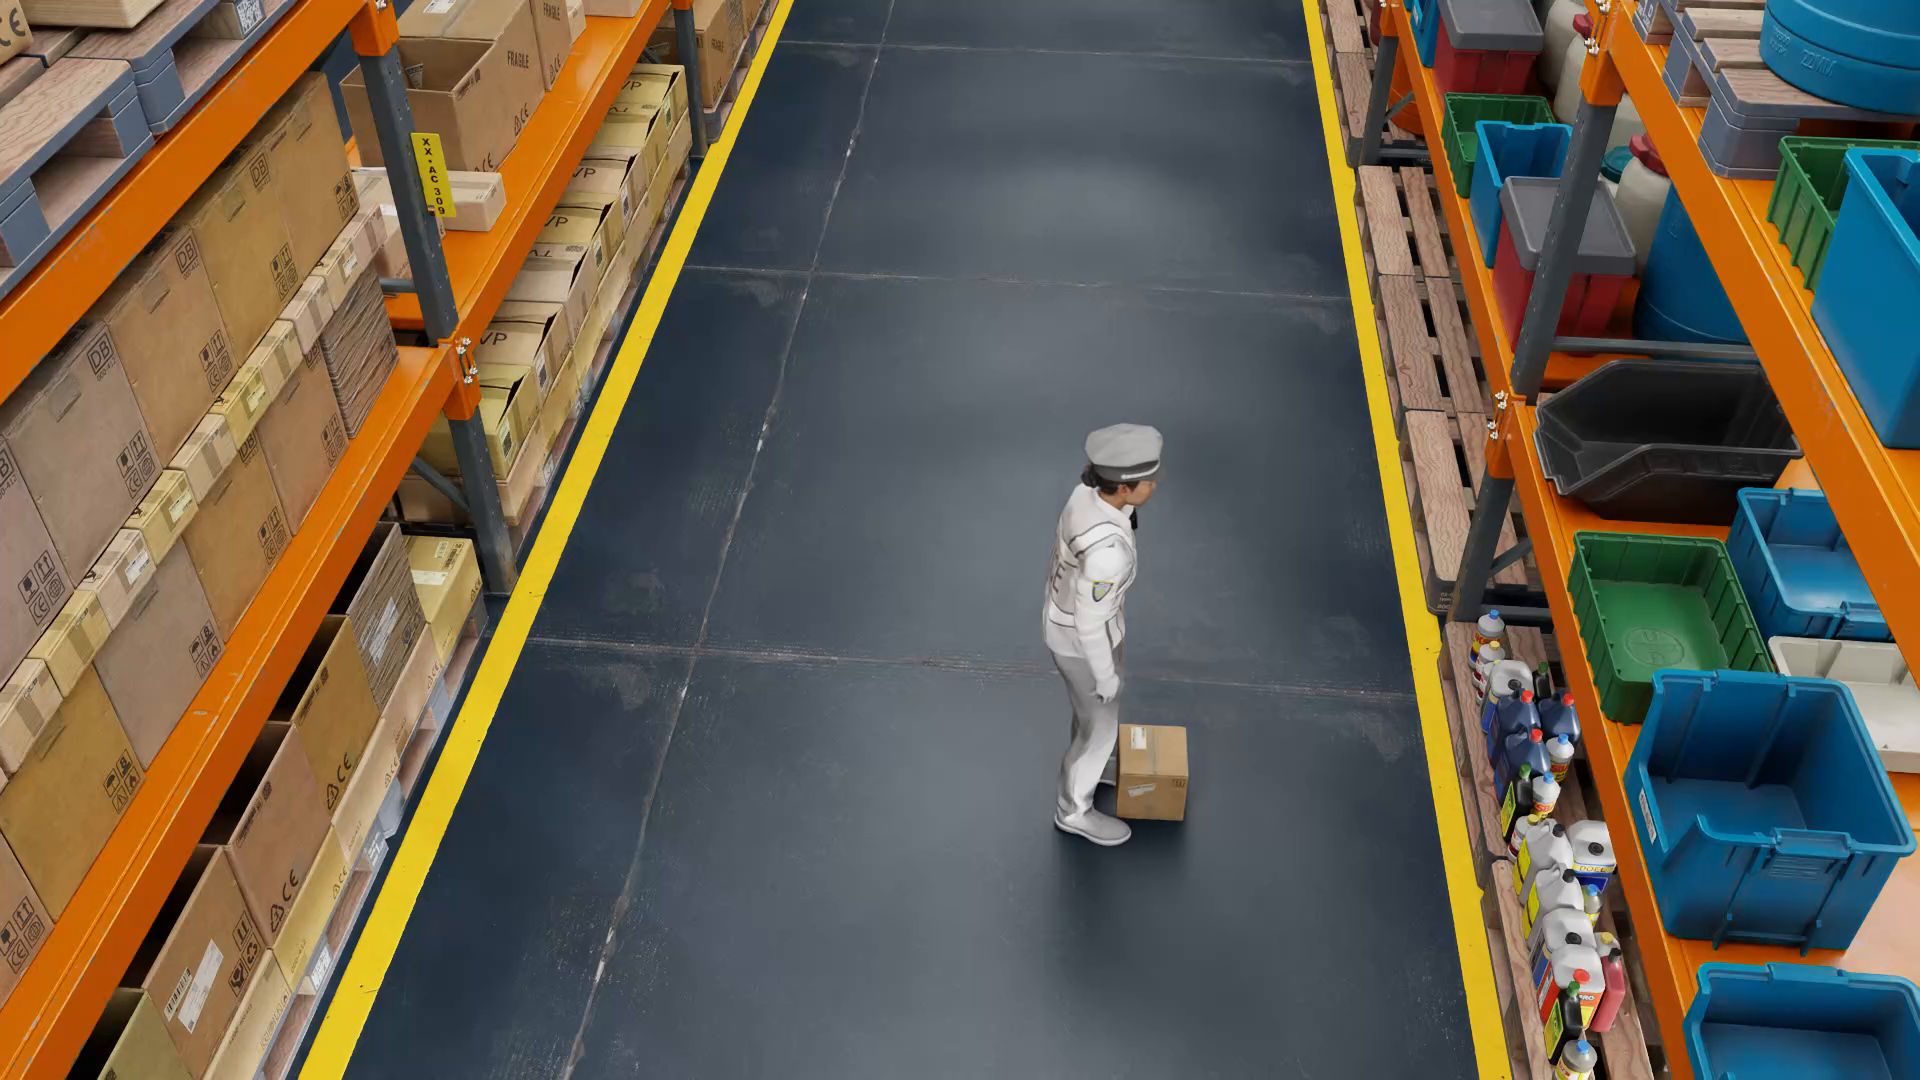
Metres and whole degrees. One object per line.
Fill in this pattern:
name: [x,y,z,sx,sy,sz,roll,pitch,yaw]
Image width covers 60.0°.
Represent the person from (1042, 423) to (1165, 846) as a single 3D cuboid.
person: [0.492,0.323,5.773,0.413,1.662,0.523,2,40,2]
